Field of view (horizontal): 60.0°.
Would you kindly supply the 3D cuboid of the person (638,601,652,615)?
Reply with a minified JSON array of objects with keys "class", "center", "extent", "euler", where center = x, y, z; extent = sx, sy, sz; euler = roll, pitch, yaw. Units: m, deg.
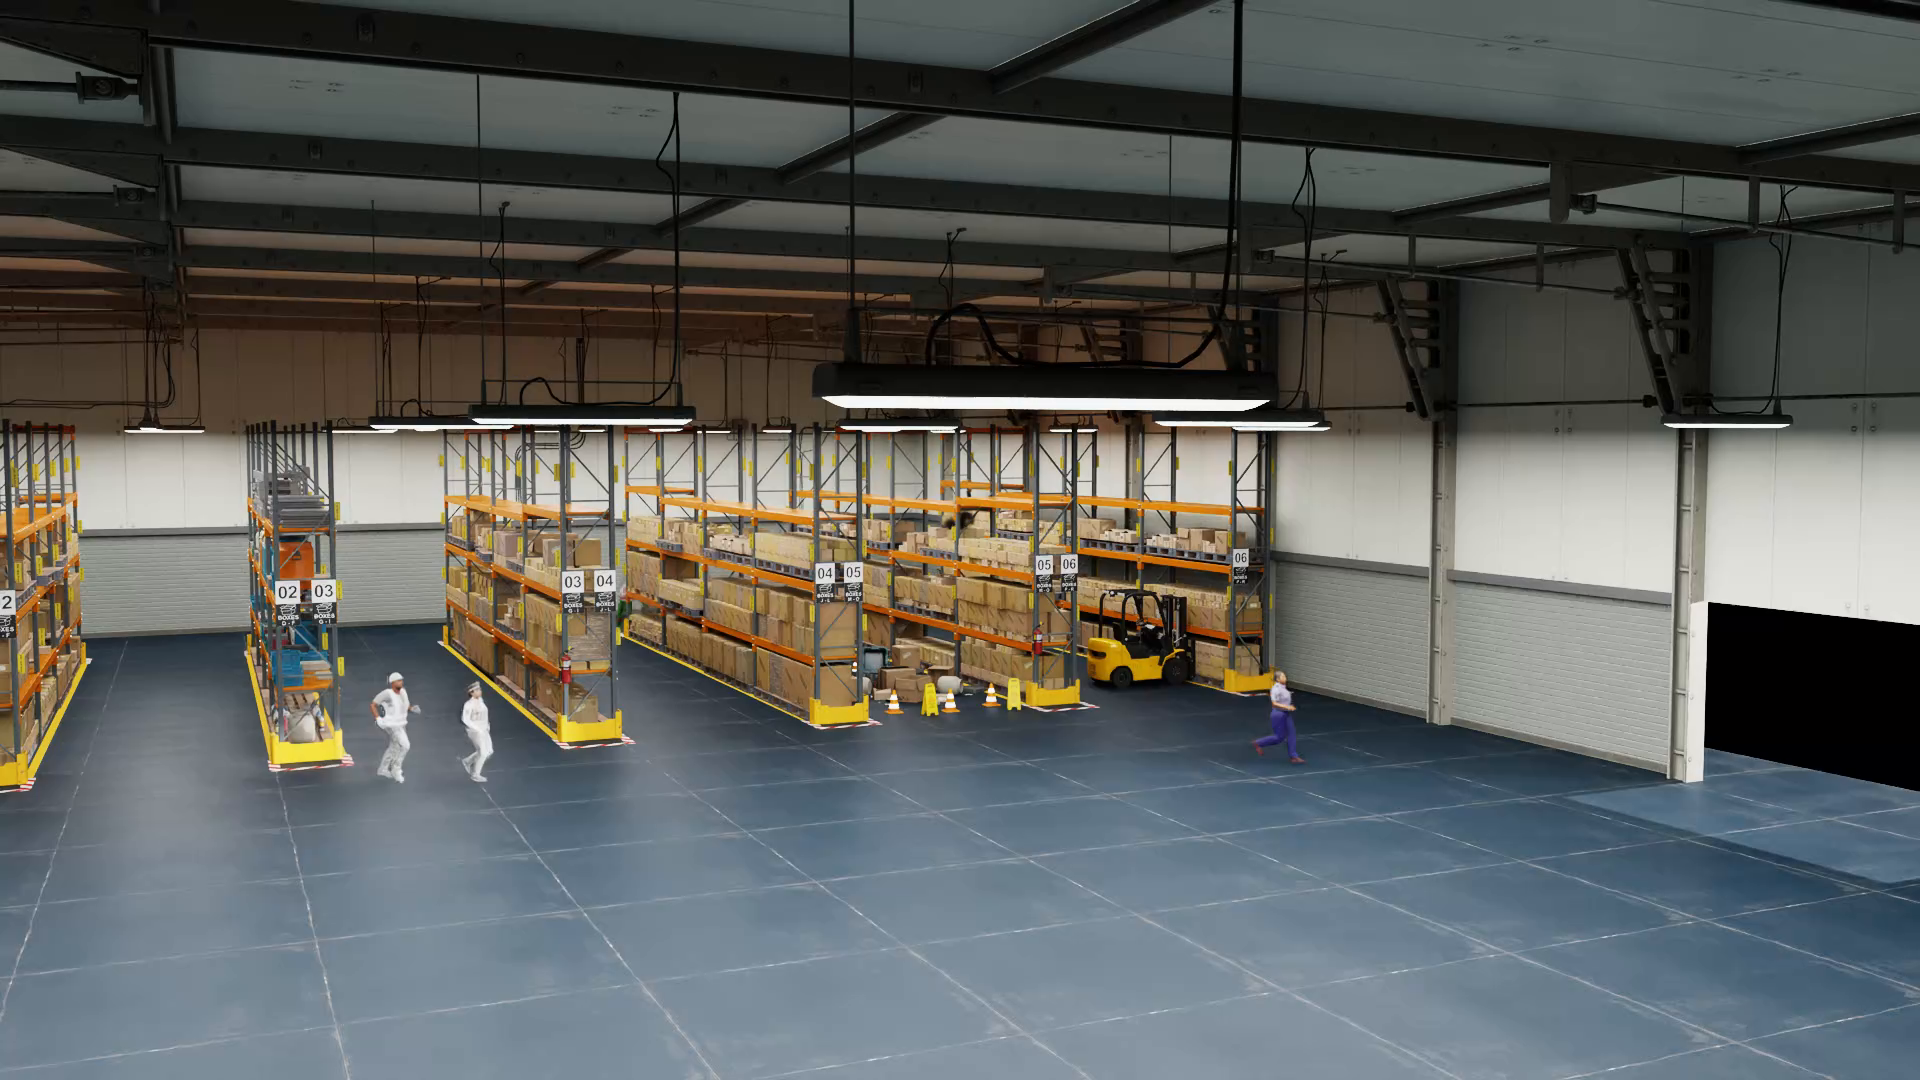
[{"class":"person","center":[-9.169,1.834,49.076],"extent":[0.657,1.684,0.671],"euler":[-2,4,-28]}]

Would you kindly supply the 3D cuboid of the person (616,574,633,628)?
[{"class":"person","center":[-9.744,1.798,48.680],"extent":[0.680,1.803,0.845],"euler":[3,5,43]}]

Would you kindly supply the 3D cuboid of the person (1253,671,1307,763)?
[{"class":"person","center":[5.614,3.092,29.115],"extent":[0.932,1.614,0.621],"euler":[1,4,23]}]

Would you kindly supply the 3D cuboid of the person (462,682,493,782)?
[{"class":"person","center":[-8.037,3.175,27.614],"extent":[0.487,1.667,0.619],"euler":[1,4,12]}]

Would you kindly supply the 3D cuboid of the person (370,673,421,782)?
[{"class":"person","center":[-9.369,3.117,27.672],"extent":[0.754,1.826,0.665],"euler":[1,4,9]}]
